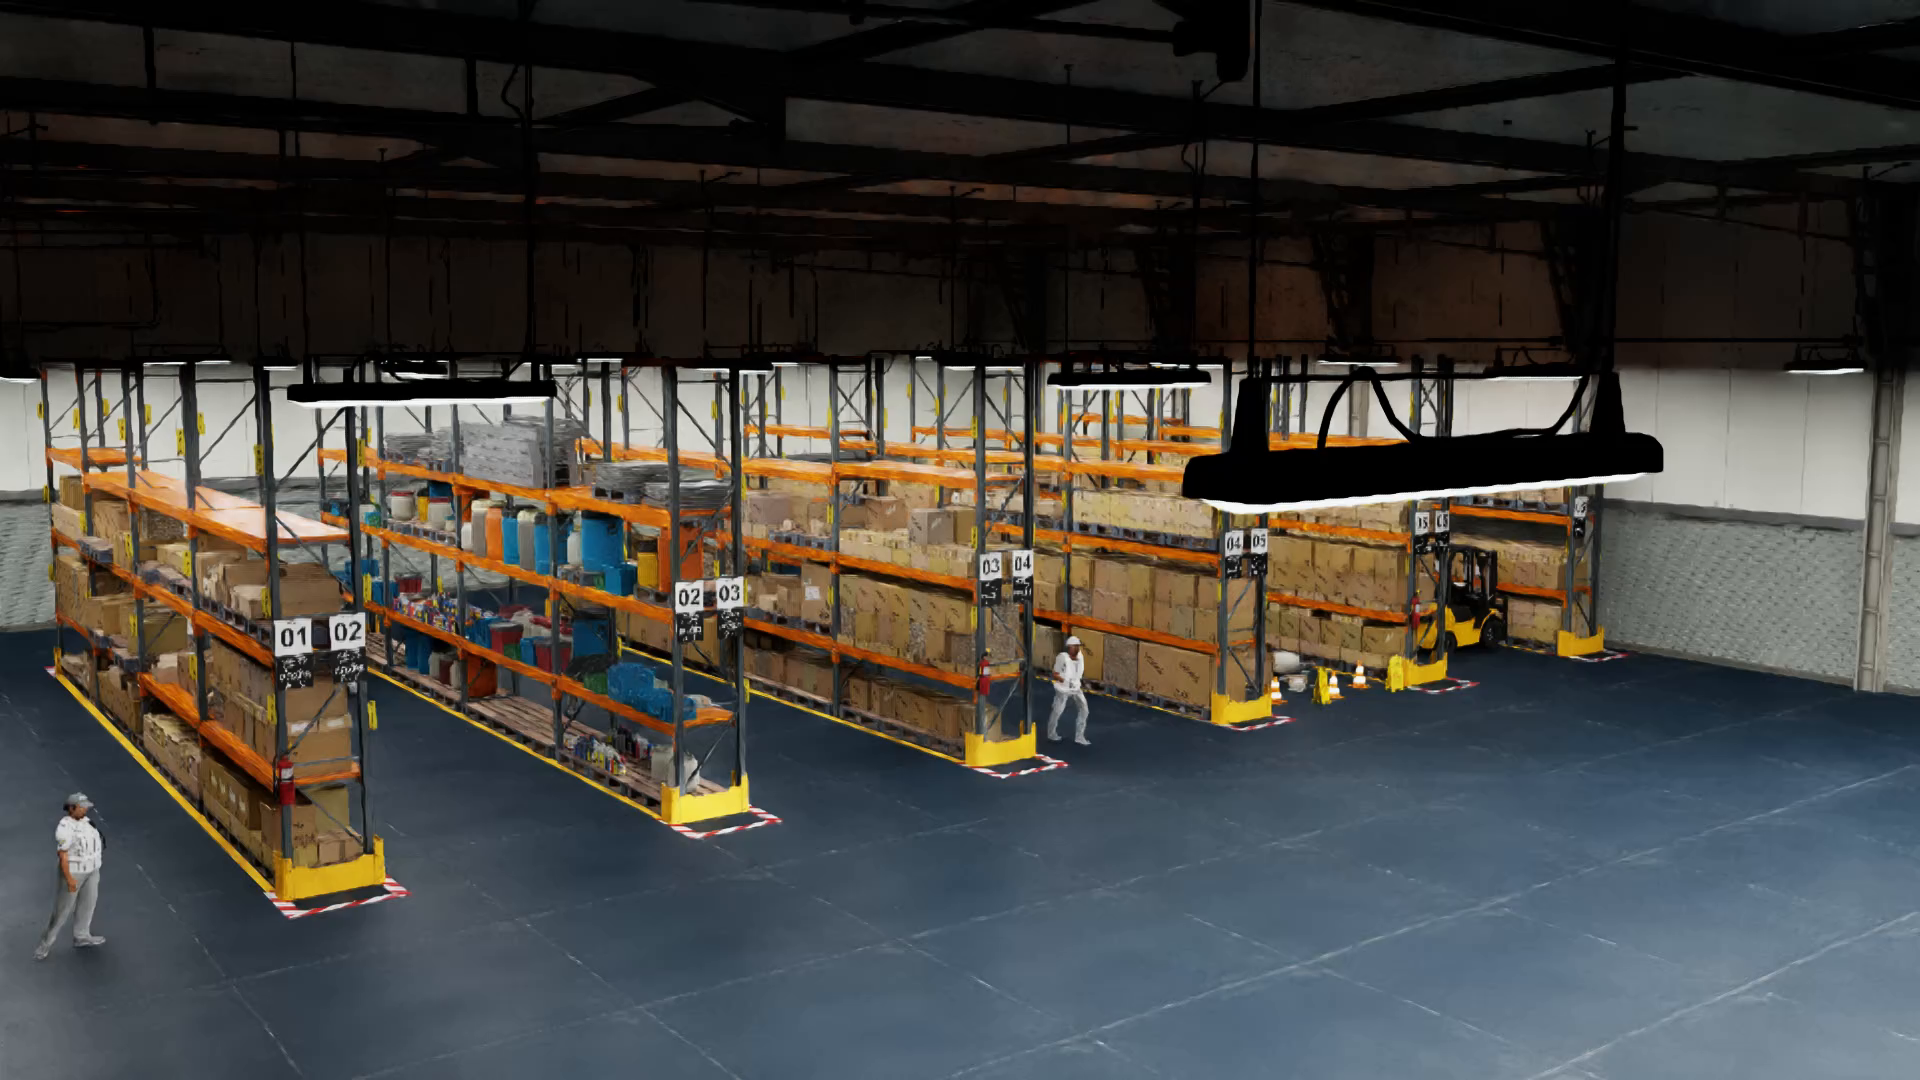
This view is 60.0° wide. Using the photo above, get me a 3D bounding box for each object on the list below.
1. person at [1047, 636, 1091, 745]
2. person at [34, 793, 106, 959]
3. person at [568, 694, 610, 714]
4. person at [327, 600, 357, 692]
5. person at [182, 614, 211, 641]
[{"bbox_3d":[1.731,2.340,26.164,0.719,1.715,0.843,-4,8,-32],"label":"person"},{"bbox_3d":[-9.248,3.459,17.218,0.519,1.656,0.713,1,7,8],"label":"person"},{"bbox_3d":[-6.252,2.153,28.144,0.822,1.608,0.622,5,9,37],"label":"person"},{"bbox_3d":[-11.175,1.894,29.935,0.539,1.675,1.124,-5,8,-33],"label":"person"},{"bbox_3d":[-14.447,1.721,31.365,0.677,1.726,0.574,-5,9,-38],"label":"person"}]
